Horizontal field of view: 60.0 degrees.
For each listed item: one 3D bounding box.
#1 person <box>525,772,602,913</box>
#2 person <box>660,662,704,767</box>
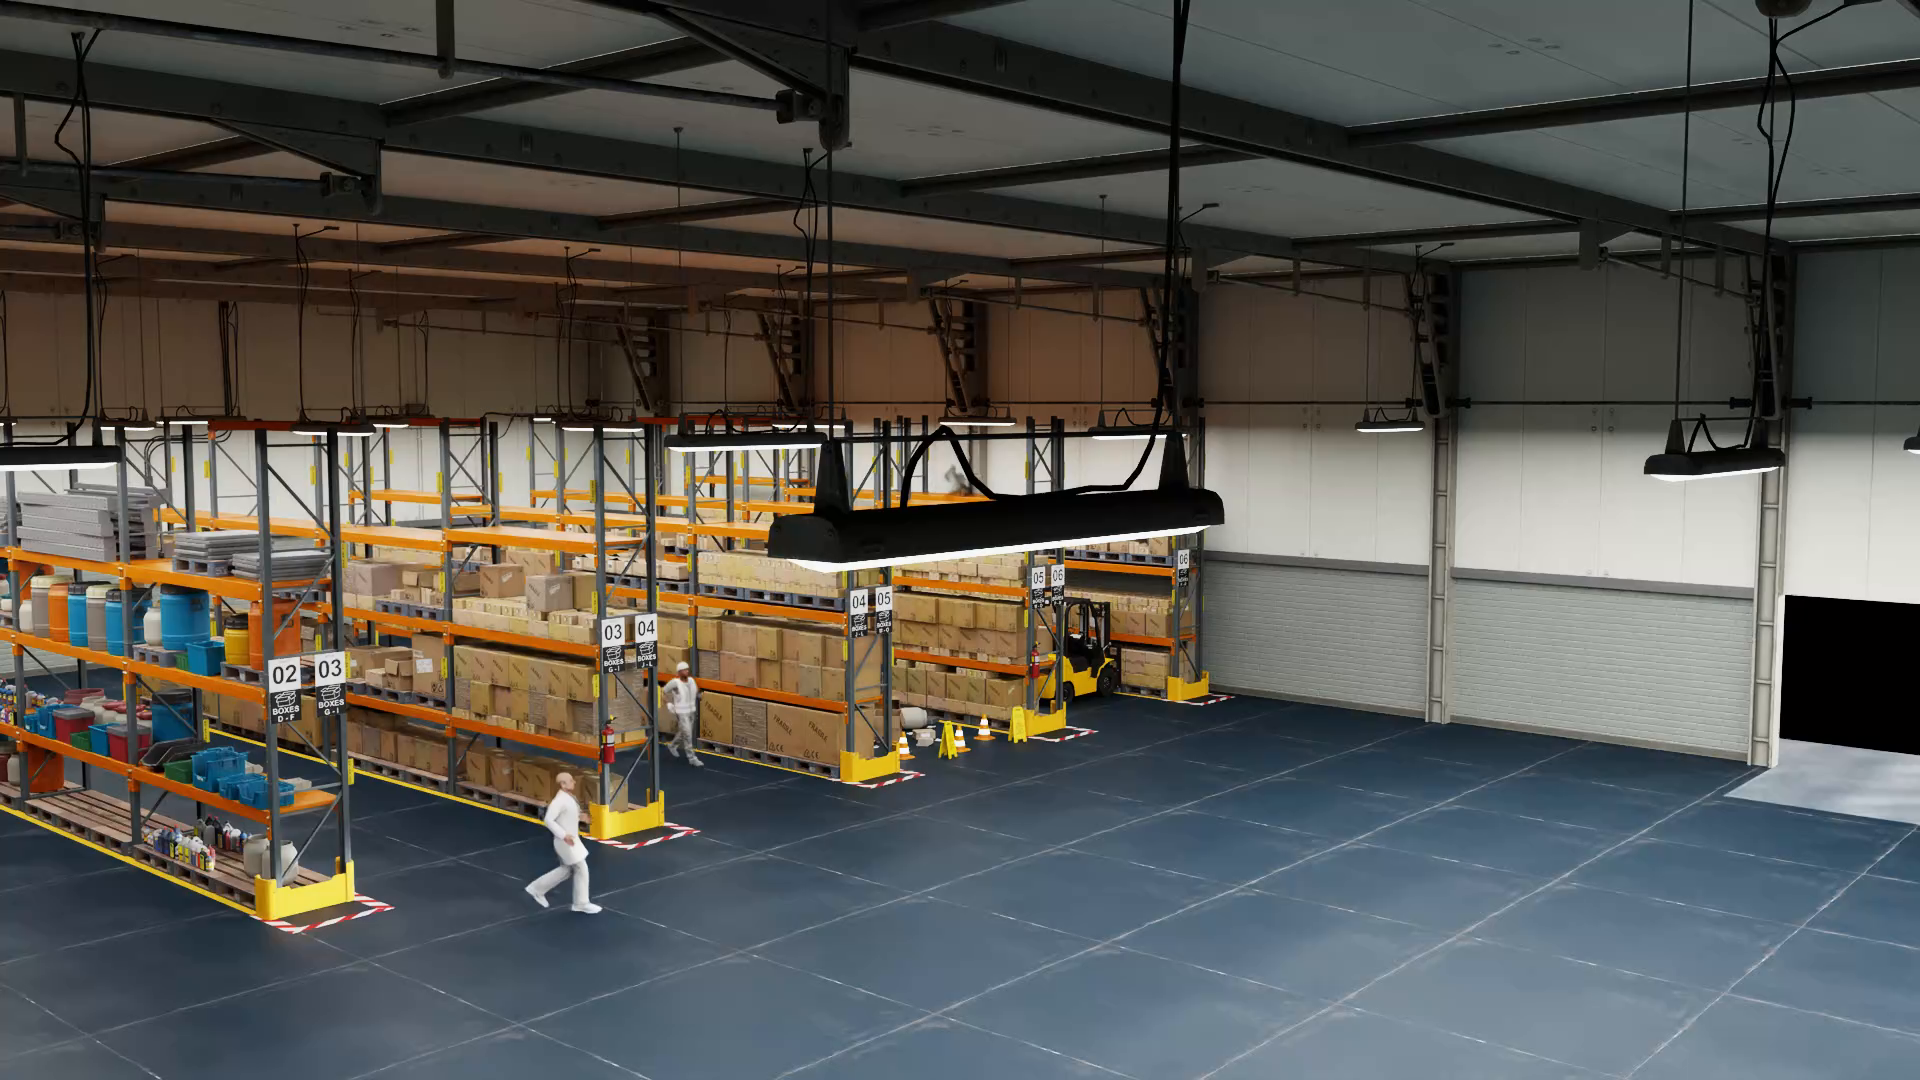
[{"bbox_3d":[-4.915,3.745,20.558,0.923,1.783,0.699,-1,5,-13],"label":"person"},{"bbox_3d":[-4.801,3.005,28.986,1.001,1.767,0.687,3,6,35],"label":"person"}]
